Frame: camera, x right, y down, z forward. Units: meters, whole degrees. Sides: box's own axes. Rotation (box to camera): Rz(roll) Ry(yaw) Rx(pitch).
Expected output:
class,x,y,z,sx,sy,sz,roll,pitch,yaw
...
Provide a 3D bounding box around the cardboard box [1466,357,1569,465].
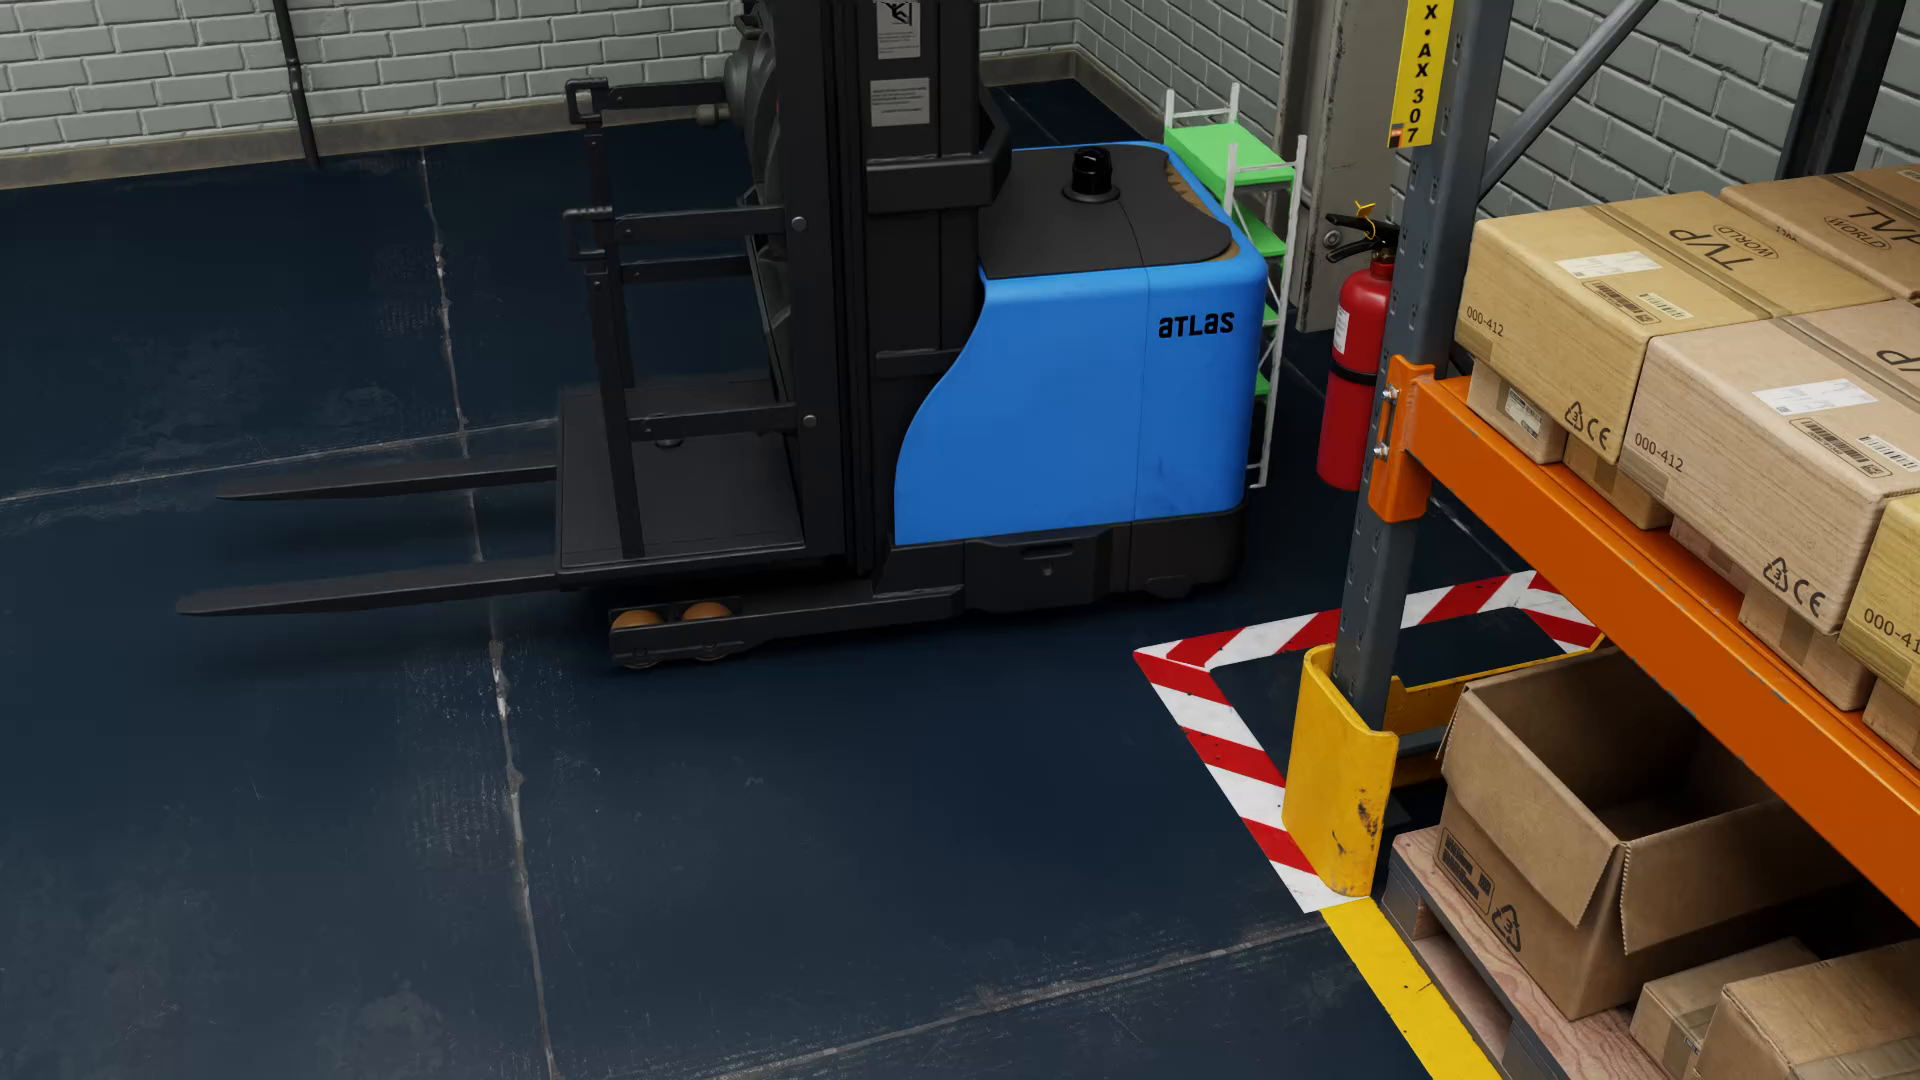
class,x,y,z,sx,sy,sz,roll,pitch,yaw
cardboard box,1.217,-0.295,3.204,0.380,0.149,0.250,-10,35,-15

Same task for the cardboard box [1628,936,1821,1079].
class,x,y,z,sx,sy,sz,roll,pitch,yaw
cardboard box,1.567,0.962,3.278,0.380,0.149,0.250,-11,35,-17

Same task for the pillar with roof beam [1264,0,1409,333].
class,x,y,z,sx,sy,sz,roll,pitch,yaw
pillar with roof beam,-2.686,-3.965,3.088,9.100,9.000,0.400,-10,35,-15

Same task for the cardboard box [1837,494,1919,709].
class,x,y,z,sx,sy,sz,roll,pitch,yaw
cardboard box,1.572,0.134,2.193,0.500,0.250,0.500,-11,35,-16

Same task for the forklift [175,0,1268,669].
class,x,y,z,sx,sy,sz,roll,pitch,yaw
forklift,-0.722,-1.176,4.371,3.031,2.935,1.130,-6,34,-9

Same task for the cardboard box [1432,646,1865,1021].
class,x,y,z,sx,sy,sz,roll,pitch,yaw
cardboard box,1.475,0.585,3.528,0.797,0.503,0.637,-11,35,-17

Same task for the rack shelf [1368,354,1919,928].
class,x,y,z,sx,sy,sz,roll,pitch,yaw
rack shelf,1.988,0.732,2.075,1.077,0.370,4.000,-10,35,-15

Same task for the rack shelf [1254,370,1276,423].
class,x,y,z,sx,sy,sz,roll,pitch,yaw
rack shelf,0.832,-0.540,5.530,0.258,0.148,0.480,-9,34,-13

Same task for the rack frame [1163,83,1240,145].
class,x,y,z,sx,sy,sz,roll,pitch,yaw
rack frame,0.766,-0.923,5.559,0.240,1.200,0.015,-9,34,-13

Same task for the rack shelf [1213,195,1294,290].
class,x,y,z,sx,sy,sz,roll,pitch,yaw
rack shelf,0.832,-0.941,5.266,0.258,0.148,0.480,-9,34,-13

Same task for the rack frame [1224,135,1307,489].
class,x,y,z,sx,sy,sz,roll,pitch,yaw
rack frame,0.897,-0.664,5.167,0.240,1.200,0.015,-9,34,-13

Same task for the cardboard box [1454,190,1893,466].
class,x,y,z,sx,sy,sz,roll,pitch,yaw
cardboard box,1.260,-0.397,2.996,0.500,0.250,0.500,-10,35,-14

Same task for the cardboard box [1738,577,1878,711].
class,x,y,z,sx,sy,sz,roll,pitch,yaw
cardboard box,1.471,0.106,2.597,0.380,0.149,0.250,-9,34,-13

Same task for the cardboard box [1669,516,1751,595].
class,x,y,z,sx,sy,sz,roll,pitch,yaw
cardboard box,1.452,-0.037,2.813,0.380,0.149,0.250,-10,35,-15

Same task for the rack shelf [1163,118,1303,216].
class,x,y,z,sx,sy,sz,roll,pitch,yaw
rack shelf,0.832,-1.141,5.133,0.258,0.148,0.480,-9,34,-13

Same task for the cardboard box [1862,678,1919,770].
class,x,y,z,sx,sy,sz,roll,pitch,yaw
cardboard box,1.557,0.244,2.387,0.380,0.149,0.250,-9,35,-14

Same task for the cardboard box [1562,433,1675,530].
class,x,y,z,sx,sy,sz,roll,pitch,yaw
cardboard box,1.339,-0.169,3.013,0.380,0.149,0.250,-9,35,-14

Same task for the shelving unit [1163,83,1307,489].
class,x,y,z,sx,sy,sz,roll,pitch,yaw
shelving unit,0.832,-0.794,5.363,0.258,1.200,0.503,-9,34,-13

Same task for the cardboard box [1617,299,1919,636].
class,x,y,z,sx,sy,sz,roll,pitch,yaw
cardboard box,1.414,-0.132,2.595,0.500,0.250,0.500,-10,35,-14

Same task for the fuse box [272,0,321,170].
class,x,y,z,sx,sy,sz,roll,pitch,yaw
fuse box,-3.045,-2.478,7.447,0.539,1.711,0.414,-10,35,-15

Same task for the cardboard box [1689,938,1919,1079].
class,x,y,z,sx,sy,sz,roll,pitch,yaw
cardboard box,1.698,1.041,2.840,0.700,0.500,0.500,-9,34,-13

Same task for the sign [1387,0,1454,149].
class,x,y,z,sx,sy,sz,roll,pitch,yaw
sign,0.861,-0.889,3.089,0.100,0.325,0.005,-10,35,-15

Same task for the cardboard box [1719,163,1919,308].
class,x,y,z,sx,sy,sz,roll,pitch,yaw
cardboard box,1.771,-0.483,3.127,0.500,0.250,0.500,-9,35,-13

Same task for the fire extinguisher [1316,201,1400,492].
class,x,y,z,sx,sy,sz,roll,pitch,yaw
fire extinguisher,0.893,-0.430,3.589,0.296,0.674,0.183,-10,35,-15

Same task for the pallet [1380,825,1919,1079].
class,x,y,z,sx,sy,sz,roll,pitch,yaw
pallet,1.645,1.003,3.541,1.003,0.211,1.213,-10,35,-15

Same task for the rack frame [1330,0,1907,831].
class,x,y,z,sx,sy,sz,roll,pitch,yaw
rack frame,1.378,-0.619,3.465,1.000,3.000,0.127,-10,35,-15

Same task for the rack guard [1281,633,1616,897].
class,x,y,z,sx,sy,sz,roll,pitch,yaw
rack guard,1.401,0.464,4.094,1.175,0.500,0.348,-10,35,-15

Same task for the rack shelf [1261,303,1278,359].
class,x,y,z,sx,sy,sz,roll,pitch,yaw
rack shelf,0.832,-0.740,5.398,0.258,0.148,0.480,-9,34,-13
